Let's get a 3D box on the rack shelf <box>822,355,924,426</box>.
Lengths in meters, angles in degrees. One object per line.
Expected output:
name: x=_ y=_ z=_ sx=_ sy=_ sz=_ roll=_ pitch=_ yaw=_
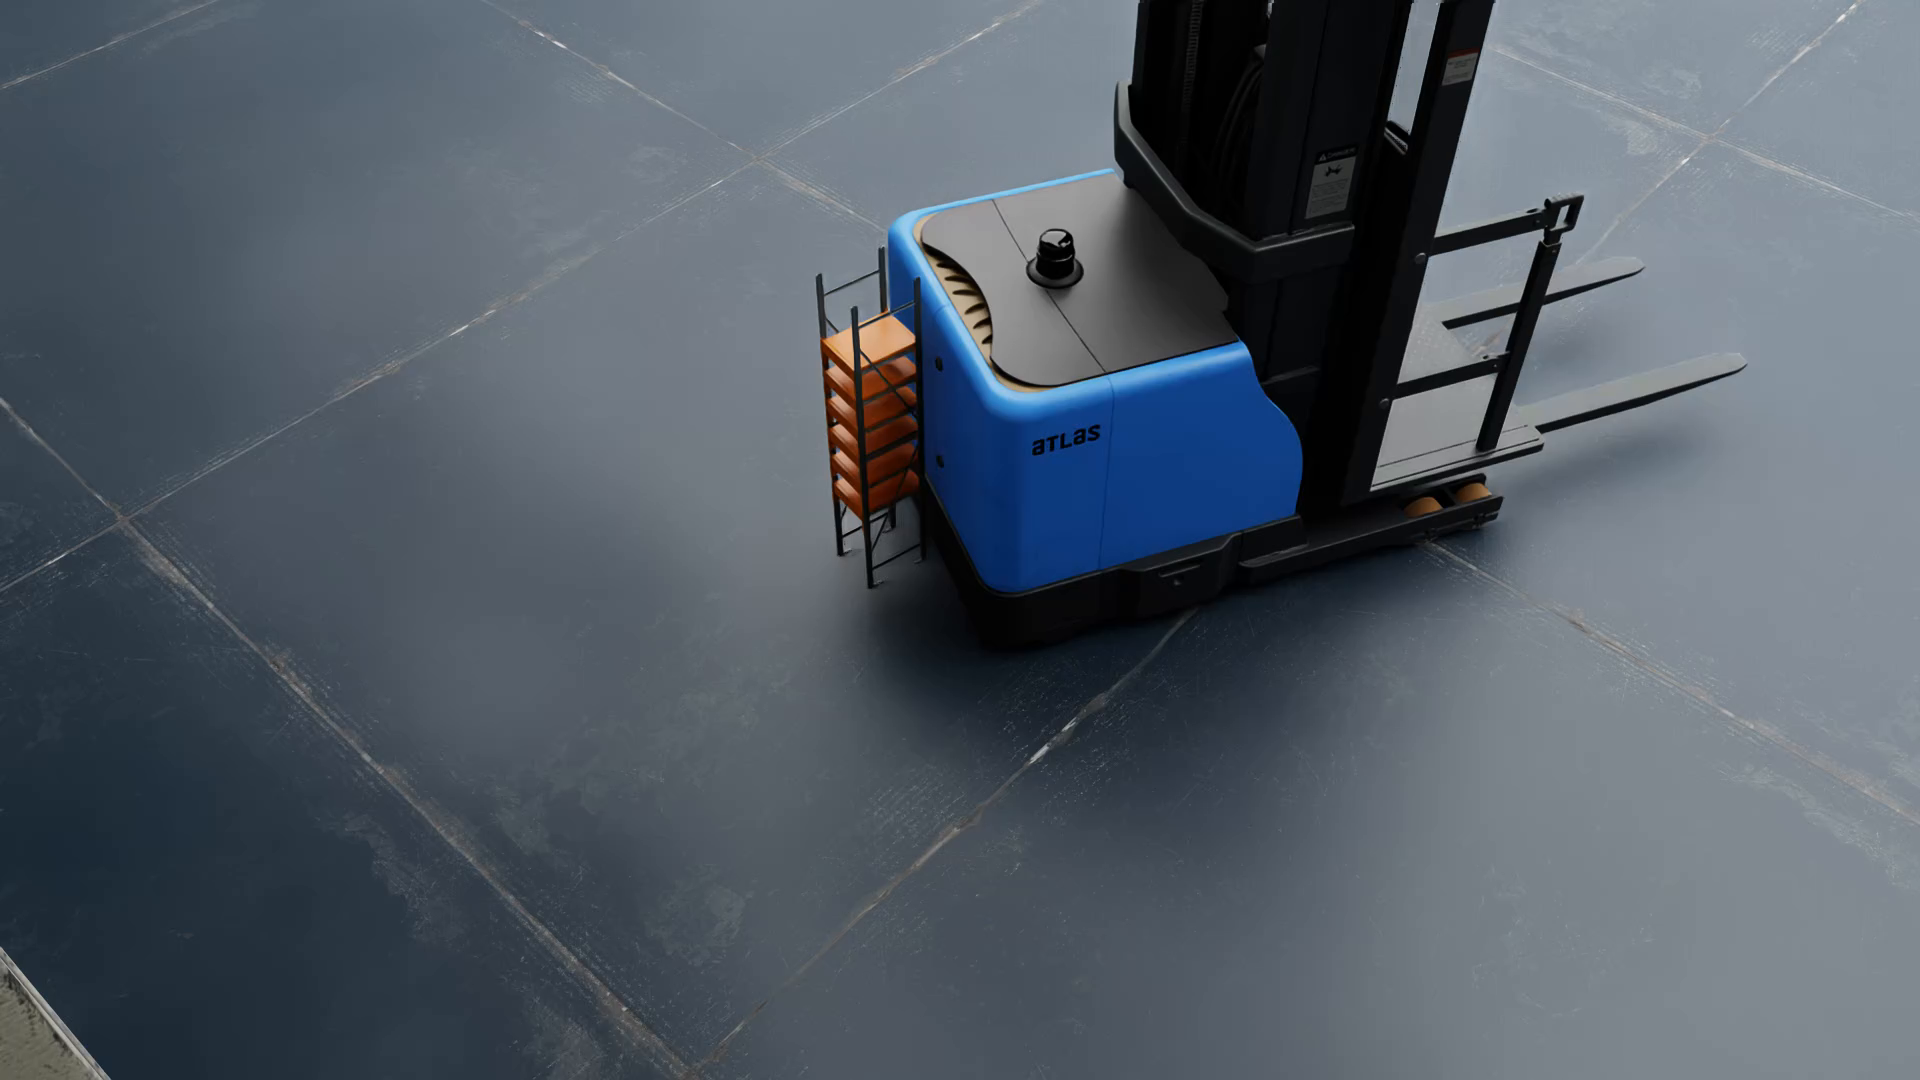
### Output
rack shelf: x=-0.266 y=-0.486 z=5.106 sx=0.258 sy=0.103 sz=0.180 roll=-28 pitch=53 yaw=-24

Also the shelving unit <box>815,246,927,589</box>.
shelving unit: x=-0.266 y=-0.352 z=5.249 sx=0.258 sy=1.200 sz=0.189 roll=-28 pitch=53 yaw=-24

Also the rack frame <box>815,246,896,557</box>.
rack frame: x=-0.320 y=-0.406 z=5.299 sx=0.240 sy=1.200 sz=0.006 roll=-28 pitch=53 yaw=-24

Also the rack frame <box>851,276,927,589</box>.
rack frame: x=-0.212 y=-0.299 z=5.198 sx=0.240 sy=1.200 sz=0.006 roll=-28 pitch=53 yaw=-24

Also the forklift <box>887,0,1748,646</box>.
forklift: x=1.330 y=-1.335 z=4.984 sx=3.031 sy=2.935 sz=1.130 roll=-15 pitch=49 yaw=-14

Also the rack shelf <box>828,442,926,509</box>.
rack shelf: x=-0.266 y=-0.240 z=5.369 sx=0.258 sy=0.103 sz=0.180 roll=-28 pitch=53 yaw=-24

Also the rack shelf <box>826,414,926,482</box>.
rack shelf: x=-0.266 y=-0.322 z=5.281 sx=0.258 sy=0.103 sz=0.180 roll=-28 pitch=53 yaw=-24

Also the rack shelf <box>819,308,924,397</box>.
rack shelf: x=-0.266 y=-0.568 z=5.019 sx=0.258 sy=0.103 sz=0.180 roll=-28 pitch=53 yaw=-24

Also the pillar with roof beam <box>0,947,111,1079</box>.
pillar with roof beam: x=1.402 y=-3.337 z=2.702 sx=0.400 sy=9.000 sz=9.100 roll=34 pitch=55 yaw=28

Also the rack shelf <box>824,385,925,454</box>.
rack shelf: x=-0.266 y=-0.404 z=5.194 sx=0.258 sy=0.103 sz=0.180 roll=-28 pitch=53 yaw=-24

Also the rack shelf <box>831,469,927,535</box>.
rack shelf: x=-0.266 y=-0.158 z=5.456 sx=0.258 sy=0.103 sz=0.180 roll=-28 pitch=53 yaw=-24
